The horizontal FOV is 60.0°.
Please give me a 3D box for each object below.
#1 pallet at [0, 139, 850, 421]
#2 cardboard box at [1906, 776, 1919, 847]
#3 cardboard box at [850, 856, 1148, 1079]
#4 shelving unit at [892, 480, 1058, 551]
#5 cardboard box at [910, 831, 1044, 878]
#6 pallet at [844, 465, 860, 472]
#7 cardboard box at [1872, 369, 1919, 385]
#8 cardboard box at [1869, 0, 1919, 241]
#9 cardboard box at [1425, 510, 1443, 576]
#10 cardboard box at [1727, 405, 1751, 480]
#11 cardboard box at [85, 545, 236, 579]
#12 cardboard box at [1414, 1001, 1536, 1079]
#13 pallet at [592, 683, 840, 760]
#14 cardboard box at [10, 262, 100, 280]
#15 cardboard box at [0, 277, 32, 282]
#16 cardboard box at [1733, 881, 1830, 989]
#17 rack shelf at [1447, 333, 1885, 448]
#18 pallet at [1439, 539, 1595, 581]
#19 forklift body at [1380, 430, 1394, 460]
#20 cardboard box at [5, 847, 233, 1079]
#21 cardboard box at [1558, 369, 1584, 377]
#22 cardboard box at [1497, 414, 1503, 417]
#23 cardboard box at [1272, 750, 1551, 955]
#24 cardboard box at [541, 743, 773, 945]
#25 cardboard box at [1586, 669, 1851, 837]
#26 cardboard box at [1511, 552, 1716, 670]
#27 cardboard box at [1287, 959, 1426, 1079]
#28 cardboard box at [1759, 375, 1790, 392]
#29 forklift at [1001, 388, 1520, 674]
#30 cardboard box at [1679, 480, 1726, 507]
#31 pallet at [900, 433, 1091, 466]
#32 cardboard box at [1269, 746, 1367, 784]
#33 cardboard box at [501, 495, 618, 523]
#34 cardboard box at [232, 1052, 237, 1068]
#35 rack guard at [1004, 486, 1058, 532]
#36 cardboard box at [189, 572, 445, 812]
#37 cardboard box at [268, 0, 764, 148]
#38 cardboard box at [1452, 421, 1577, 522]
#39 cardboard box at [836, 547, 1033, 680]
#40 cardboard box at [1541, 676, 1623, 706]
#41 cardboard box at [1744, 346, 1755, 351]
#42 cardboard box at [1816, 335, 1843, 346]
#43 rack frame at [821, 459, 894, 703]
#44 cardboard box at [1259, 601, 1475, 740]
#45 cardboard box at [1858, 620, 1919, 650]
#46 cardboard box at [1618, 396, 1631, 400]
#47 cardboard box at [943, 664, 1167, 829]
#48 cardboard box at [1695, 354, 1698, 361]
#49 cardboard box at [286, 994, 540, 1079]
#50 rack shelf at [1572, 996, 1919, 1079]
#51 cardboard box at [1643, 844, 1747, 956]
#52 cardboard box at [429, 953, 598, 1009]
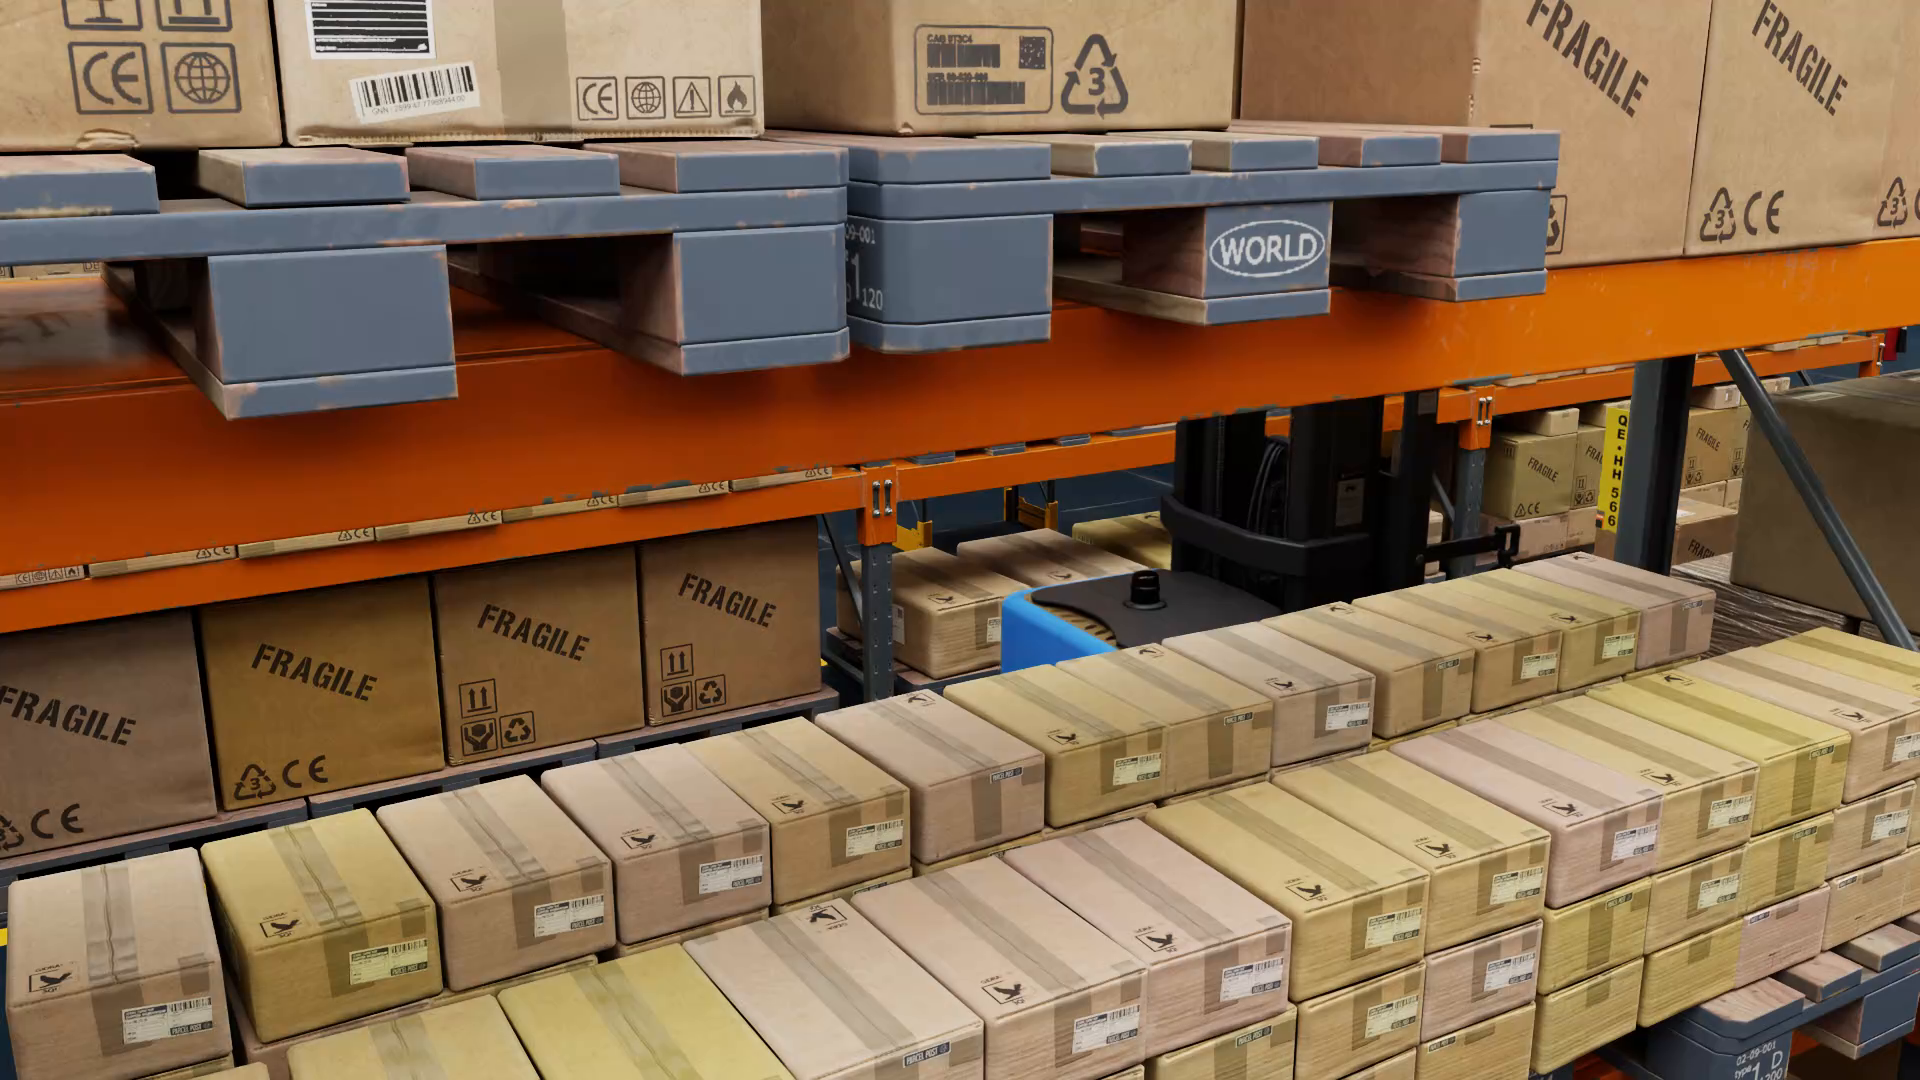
[{"bbox_3d":[-0.836,-0.353,1.901,1.003,0.211,1.213,-9,18,-30],"label":"pallet"},{"bbox_3d":[1.820,0.456,3.362,0.250,0.149,0.380,-9,18,-29],"label":"cardboard box"},{"bbox_3d":[0.046,0.601,2.293,0.250,0.149,0.380,-9,18,-30],"label":"cardboard box"},{"bbox_3d":[0.065,-0.733,11.245,1.083,1.500,0.587,-9,18,-30],"label":"shelving unit"},{"bbox_3d":[-0.053,0.553,3.017,0.250,0.149,0.380,-9,18,-29],"label":"cardboard box"},{"bbox_3d":[-1.416,-0.704,13.530,1.213,0.211,1.003,-9,18,-30],"label":"pallet"},{"bbox_3d":[2.831,-0.154,4.364,0.500,0.500,0.700,-10,18,-31],"label":"cardboard box"},{"bbox_3d":[1.650,-0.848,3.135,0.500,0.500,0.500,-9,18,-30],"label":"cardboard box"},{"bbox_3d":[2.353,-0.044,10.101,0.625,0.372,0.950,-9,18,-29],"label":"cardboard box"},{"bbox_3d":[5.232,-0.731,11.388,0.500,0.500,0.500,-8,18,-28],"label":"cardboard box"},{"bbox_3d":[-3.100,-0.069,6.377,0.500,0.250,0.500,-10,18,-31],"label":"cardboard box"},{"bbox_3d":[0.720,0.777,2.768,0.250,0.149,0.380,-9,18,-28],"label":"cardboard box"},{"bbox_3d":[-1.342,0.810,8.129,1.213,0.211,1.003,-9,18,-30],"label":"pallet"},{"bbox_3d":[-5.642,-1.555,10.435,0.500,0.500,0.700,-9,18,-29],"label":"cardboard box"},{"bbox_3d":[-3.802,-0.719,6.378,0.500,0.500,0.500,-9,18,-28],"label":"cardboard box"},{"bbox_3d":[1.388,0.670,3.150,0.250,0.149,0.380,-9,18,-29],"label":"cardboard box"},{"bbox_3d":[4.516,-1.113,11.154,4.000,0.370,1.077,-9,18,-30],"label":"rack shelf"},{"bbox_3d":[3.359,0.060,10.804,1.213,0.211,1.003,-9,18,-30],"label":"pallet"},{"bbox_3d":[2.985,-1.790,13.812,1.214,2.155,2.313,-9,18,-30],"label":"forklift body"},{"bbox_3d":[-1.177,0.594,2.320,0.250,0.149,0.380,-8,18,-27],"label":"cardboard box"},{"bbox_3d":[3.639,-1.121,10.316,0.250,0.149,0.380,-9,18,-30],"label":"cardboard box"},{"bbox_3d":[3.606,-0.636,11.047,0.500,0.500,0.500,-9,18,-29],"label":"cardboard box"},{"bbox_3d":[0.715,0.492,2.682,0.250,0.149,0.380,-8,18,-27],"label":"cardboard box"},{"bbox_3d":[-0.499,0.484,2.711,0.250,0.149,0.380,-9,18,-30],"label":"cardboard box"},{"bbox_3d":[1.384,0.384,3.069,0.250,0.149,0.380,-9,18,-28],"label":"cardboard box"},{"bbox_3d":[1.509,0.159,3.872,0.250,0.149,0.380,-9,18,-30],"label":"cardboard box"},{"bbox_3d":[0.494,0.672,2.593,0.250,0.149,0.380,-10,18,-31],"label":"cardboard box"},{"bbox_3d":[5.398,-1.050,11.325,0.250,0.149,0.380,-9,18,-28],"label":"cardboard box"},{"bbox_3d":[1.696,-0.241,6.841,3.031,2.935,1.130,-8,18,-27],"label":"forklift"},{"bbox_3d":[4.782,-0.296,11.226,0.500,0.250,0.500,-10,18,-32],"label":"cardboard box"},{"bbox_3d":[-0.071,-0.656,8.549,1.003,0.211,1.213,-9,18,-30],"label":"pallet"},{"bbox_3d":[0.602,0.448,3.390,0.250,0.149,0.380,-9,18,-30],"label":"cardboard box"},{"bbox_3d":[-1.797,-0.281,7.134,0.500,0.250,0.500,-9,18,-30],"label":"cardboard box"},{"bbox_3d":[-0.959,0.844,2.530,0.250,0.149,0.380,-9,18,-29],"label":"cardboard box"},{"bbox_3d":[0.492,-0.200,11.661,0.087,0.250,0.587,-9,18,-30],"label":"rack guard"},{"bbox_3d":[-2.795,0.520,7.156,0.875,0.875,0.875,-9,18,-28],"label":"cardboard box"},{"bbox_3d":[-0.558,-0.615,1.876,0.500,0.311,0.500,-10,18,-30],"label":"cardboard box"},{"bbox_3d":[3.446,-0.440,10.348,0.500,0.500,0.500,-8,18,-27],"label":"cardboard box"},{"bbox_3d":[-0.138,0.362,8.652,0.625,0.372,0.950,-11,19,-33],"label":"cardboard box"},{"bbox_3d":[1.259,0.341,3.773,0.250,0.149,0.380,-8,18,-27],"label":"cardboard box"},{"bbox_3d":[5.132,-1.377,11.230,0.250,0.149,0.380,-9,18,-29],"label":"cardboard box"},{"bbox_3d":[5.860,-1.454,11.504,0.250,0.149,0.380,-9,18,-30],"label":"cardboard box"},{"bbox_3d":[-0.627,-0.625,8.082,0.127,3.000,1.000,-9,18,-30],"label":"rack frame"},{"bbox_3d":[0.844,0.266,3.490,0.250,0.149,0.380,-10,19,-32],"label":"cardboard box"},{"bbox_3d":[2.533,0.458,4.033,0.500,0.500,0.500,-9,18,-29],"label":"cardboard box"},{"bbox_3d":[4.253,-0.866,10.665,0.250,0.149,0.380,-8,18,-27],"label":"cardboard box"},{"bbox_3d":[0.171,0.375,3.100,0.250,0.149,0.380,-10,18,-30],"label":"cardboard box"},{"bbox_3d":[4.540,-1.247,10.765,0.250,0.149,0.380,-9,18,-30],"label":"cardboard box"},{"bbox_3d":[-0.610,0.706,1.919,0.250,0.149,0.380,-9,18,-28],"label":"cardboard box"},{"bbox_3d":[0.294,1.131,3.152,4.000,0.370,1.077,-9,18,-30],"label":"rack shelf"},{"bbox_3d":[1.153,0.565,2.972,0.250,0.149,0.380,-9,18,-30],"label":"cardboard box"},{"bbox_3d":[-0.741,0.666,2.612,0.250,0.149,0.380,-8,18,-27],"label":"cardboard box"}]
